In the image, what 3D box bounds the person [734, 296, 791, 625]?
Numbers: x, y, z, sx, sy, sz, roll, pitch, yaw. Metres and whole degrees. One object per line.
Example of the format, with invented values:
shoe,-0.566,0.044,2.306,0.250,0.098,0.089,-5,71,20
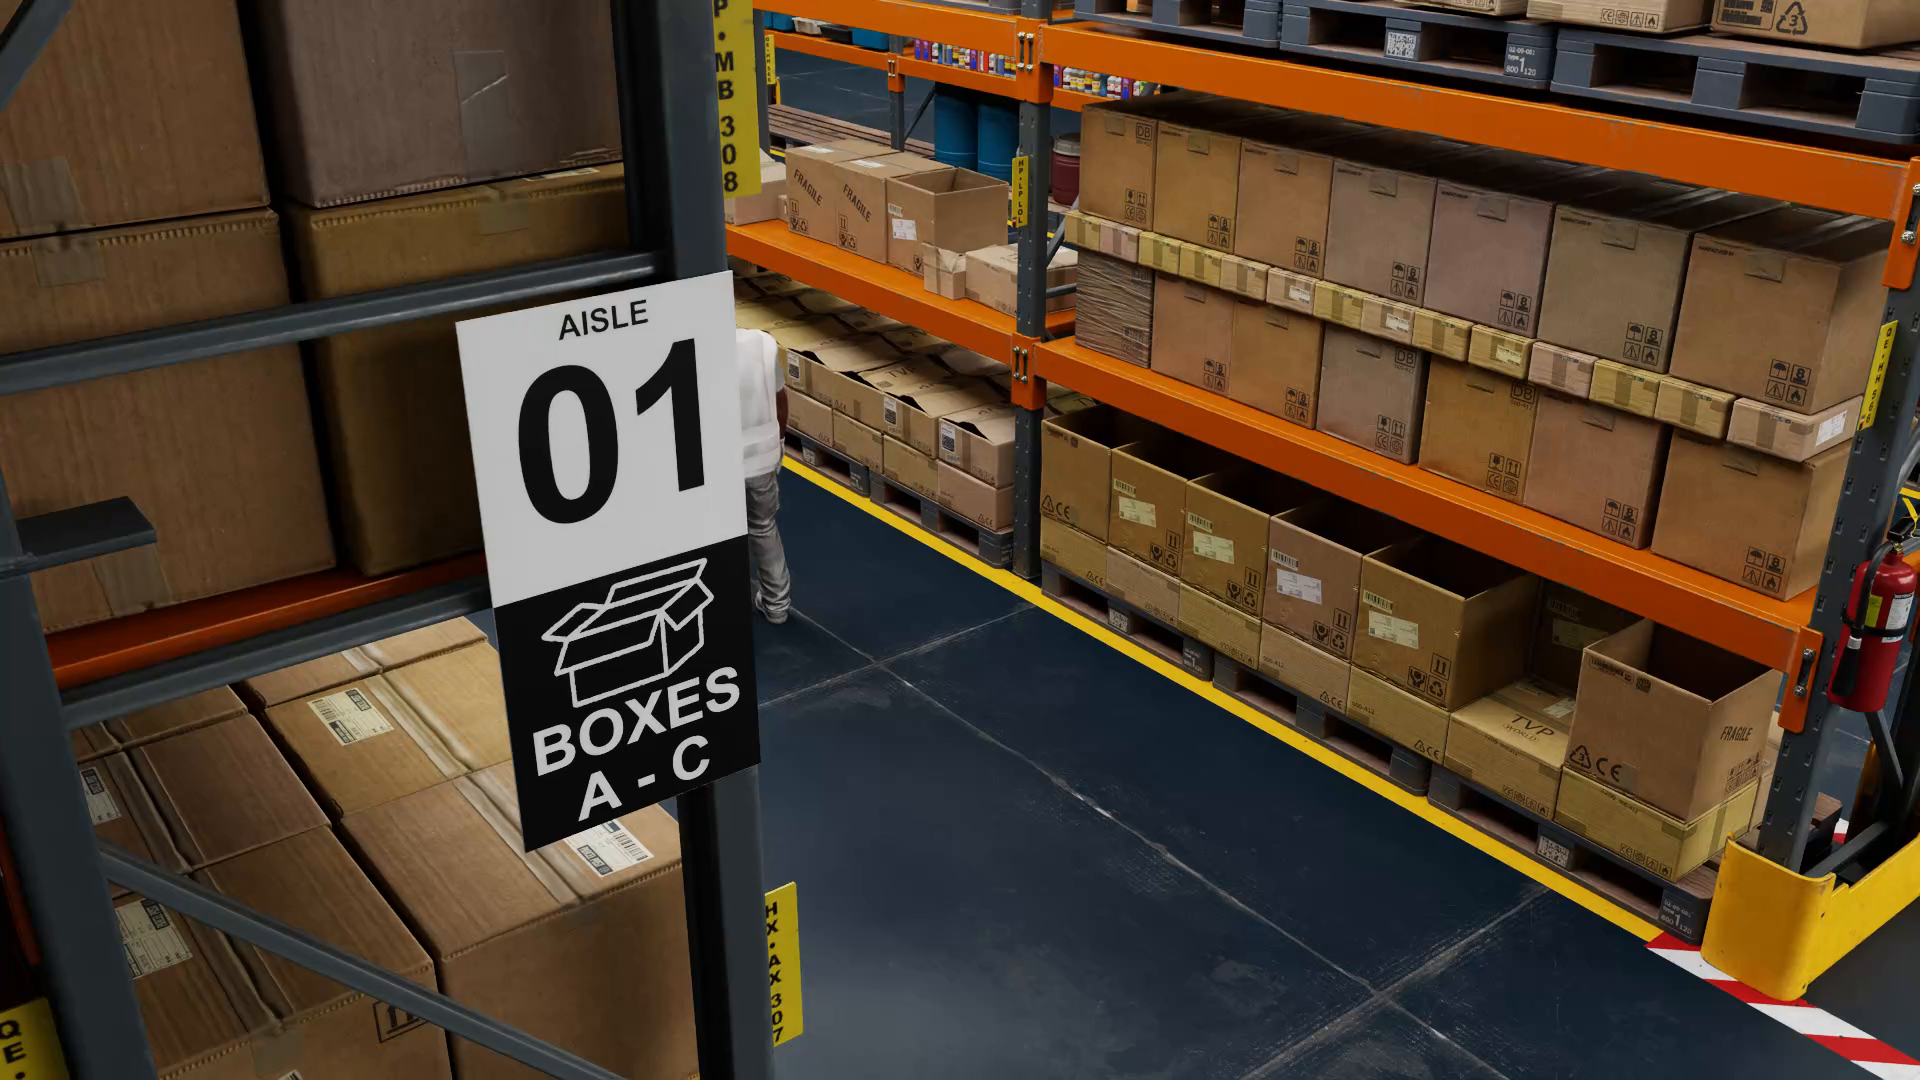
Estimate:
person,-1.082,-0.385,7.878,0.617,1.774,0.446,-18,30,-34
